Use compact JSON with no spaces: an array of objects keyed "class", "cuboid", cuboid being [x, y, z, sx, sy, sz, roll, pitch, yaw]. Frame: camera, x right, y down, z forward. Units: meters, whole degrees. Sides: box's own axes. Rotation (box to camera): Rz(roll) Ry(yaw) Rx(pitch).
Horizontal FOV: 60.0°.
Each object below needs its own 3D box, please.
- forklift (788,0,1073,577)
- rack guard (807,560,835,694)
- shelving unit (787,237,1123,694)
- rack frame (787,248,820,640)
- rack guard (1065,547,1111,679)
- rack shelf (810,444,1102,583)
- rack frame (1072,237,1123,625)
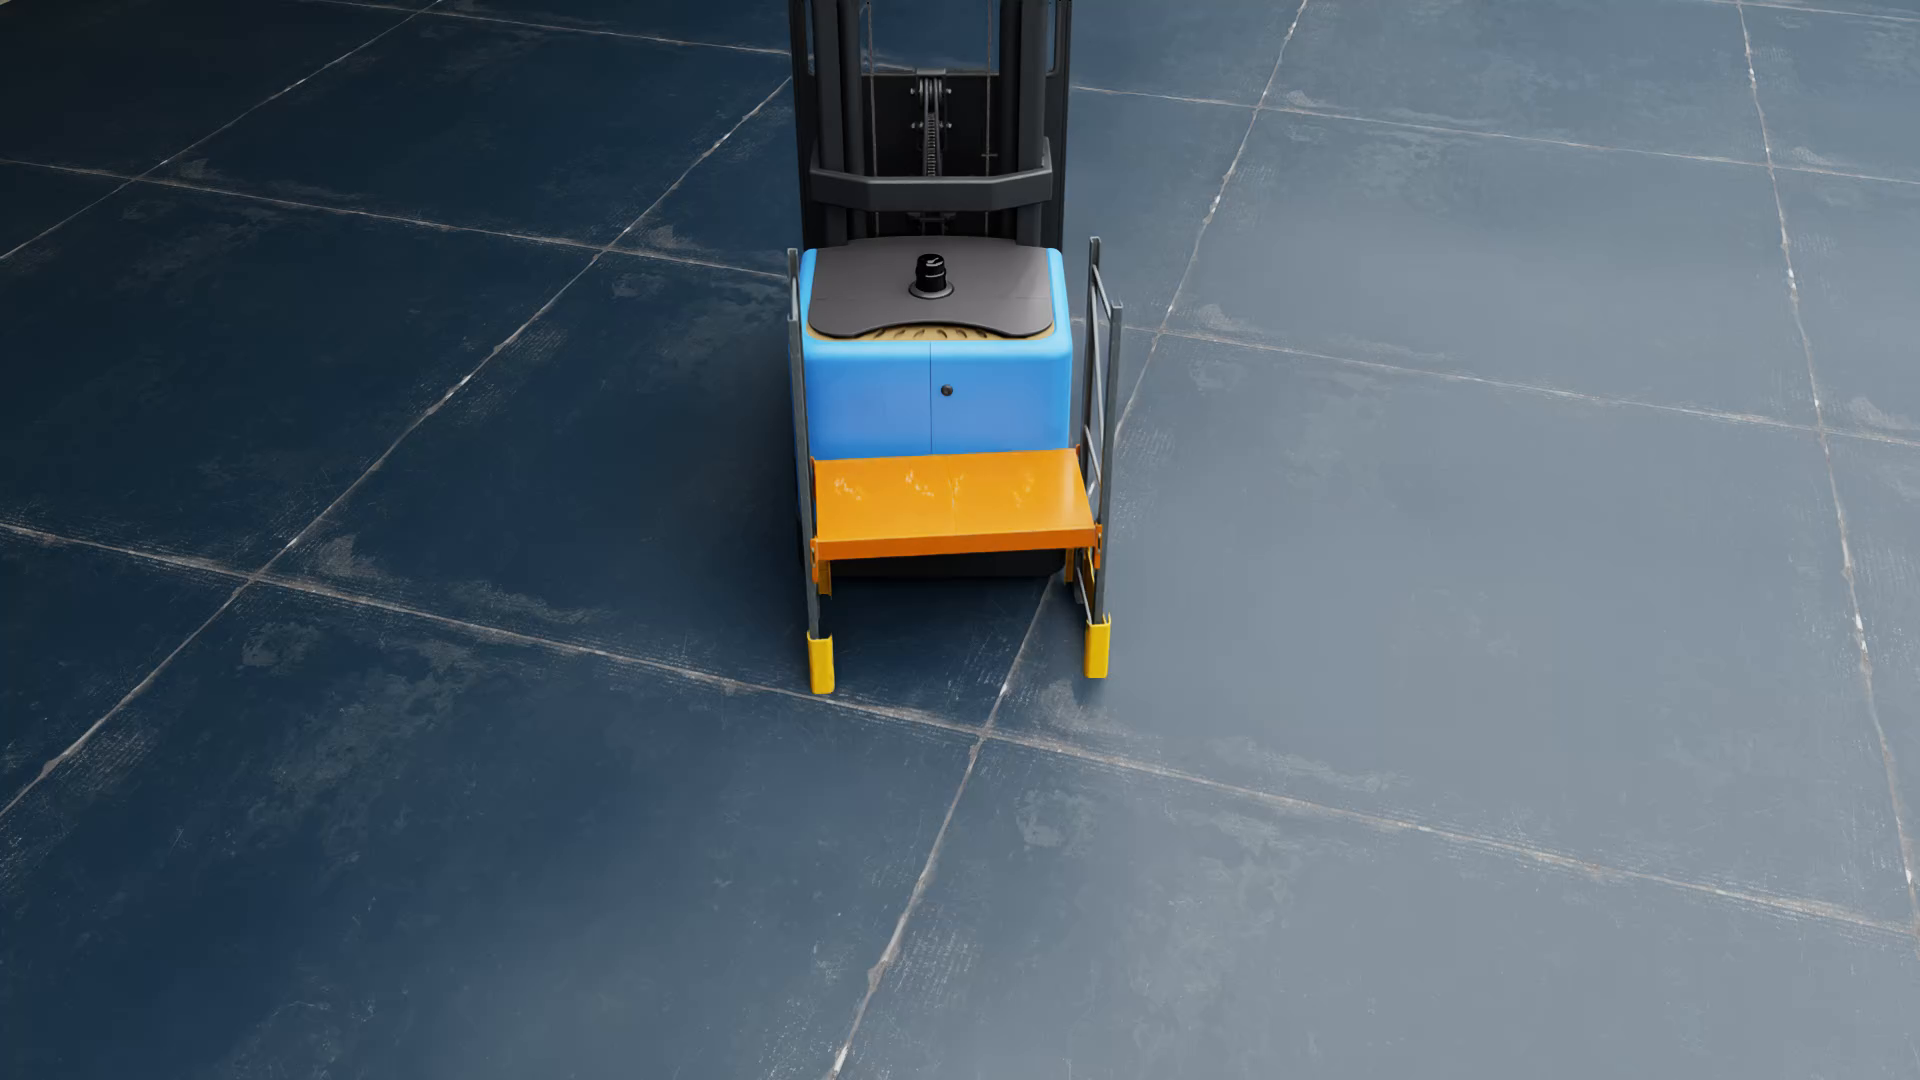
[{"class":"forklift","cuboid":[-0.115,-1.879,6.830,1.130,2.935,3.031,0,36,0]},{"class":"rack guard","cuboid":[-0.519,0.282,6.156,0.087,0.250,0.587,-3,36,-4]},{"class":"shelving unit","cuboid":[-0.022,-0.246,5.819,1.083,1.500,0.587,-3,36,-4]},{"class":"rack frame","cuboid":[-0.538,-0.221,5.785,0.032,1.500,0.500,-3,36,-4]},{"class":"rack guard","cuboid":[0.474,0.233,6.223,0.087,0.250,0.587,-3,36,-4]},{"class":"rack shelf","cuboid":[-0.031,-0.101,5.925,1.000,0.185,0.538,-3,36,-4]},{"class":"rack frame","cuboid":[0.475,-0.271,5.853,0.032,1.500,0.500,-3,36,-4]}]
